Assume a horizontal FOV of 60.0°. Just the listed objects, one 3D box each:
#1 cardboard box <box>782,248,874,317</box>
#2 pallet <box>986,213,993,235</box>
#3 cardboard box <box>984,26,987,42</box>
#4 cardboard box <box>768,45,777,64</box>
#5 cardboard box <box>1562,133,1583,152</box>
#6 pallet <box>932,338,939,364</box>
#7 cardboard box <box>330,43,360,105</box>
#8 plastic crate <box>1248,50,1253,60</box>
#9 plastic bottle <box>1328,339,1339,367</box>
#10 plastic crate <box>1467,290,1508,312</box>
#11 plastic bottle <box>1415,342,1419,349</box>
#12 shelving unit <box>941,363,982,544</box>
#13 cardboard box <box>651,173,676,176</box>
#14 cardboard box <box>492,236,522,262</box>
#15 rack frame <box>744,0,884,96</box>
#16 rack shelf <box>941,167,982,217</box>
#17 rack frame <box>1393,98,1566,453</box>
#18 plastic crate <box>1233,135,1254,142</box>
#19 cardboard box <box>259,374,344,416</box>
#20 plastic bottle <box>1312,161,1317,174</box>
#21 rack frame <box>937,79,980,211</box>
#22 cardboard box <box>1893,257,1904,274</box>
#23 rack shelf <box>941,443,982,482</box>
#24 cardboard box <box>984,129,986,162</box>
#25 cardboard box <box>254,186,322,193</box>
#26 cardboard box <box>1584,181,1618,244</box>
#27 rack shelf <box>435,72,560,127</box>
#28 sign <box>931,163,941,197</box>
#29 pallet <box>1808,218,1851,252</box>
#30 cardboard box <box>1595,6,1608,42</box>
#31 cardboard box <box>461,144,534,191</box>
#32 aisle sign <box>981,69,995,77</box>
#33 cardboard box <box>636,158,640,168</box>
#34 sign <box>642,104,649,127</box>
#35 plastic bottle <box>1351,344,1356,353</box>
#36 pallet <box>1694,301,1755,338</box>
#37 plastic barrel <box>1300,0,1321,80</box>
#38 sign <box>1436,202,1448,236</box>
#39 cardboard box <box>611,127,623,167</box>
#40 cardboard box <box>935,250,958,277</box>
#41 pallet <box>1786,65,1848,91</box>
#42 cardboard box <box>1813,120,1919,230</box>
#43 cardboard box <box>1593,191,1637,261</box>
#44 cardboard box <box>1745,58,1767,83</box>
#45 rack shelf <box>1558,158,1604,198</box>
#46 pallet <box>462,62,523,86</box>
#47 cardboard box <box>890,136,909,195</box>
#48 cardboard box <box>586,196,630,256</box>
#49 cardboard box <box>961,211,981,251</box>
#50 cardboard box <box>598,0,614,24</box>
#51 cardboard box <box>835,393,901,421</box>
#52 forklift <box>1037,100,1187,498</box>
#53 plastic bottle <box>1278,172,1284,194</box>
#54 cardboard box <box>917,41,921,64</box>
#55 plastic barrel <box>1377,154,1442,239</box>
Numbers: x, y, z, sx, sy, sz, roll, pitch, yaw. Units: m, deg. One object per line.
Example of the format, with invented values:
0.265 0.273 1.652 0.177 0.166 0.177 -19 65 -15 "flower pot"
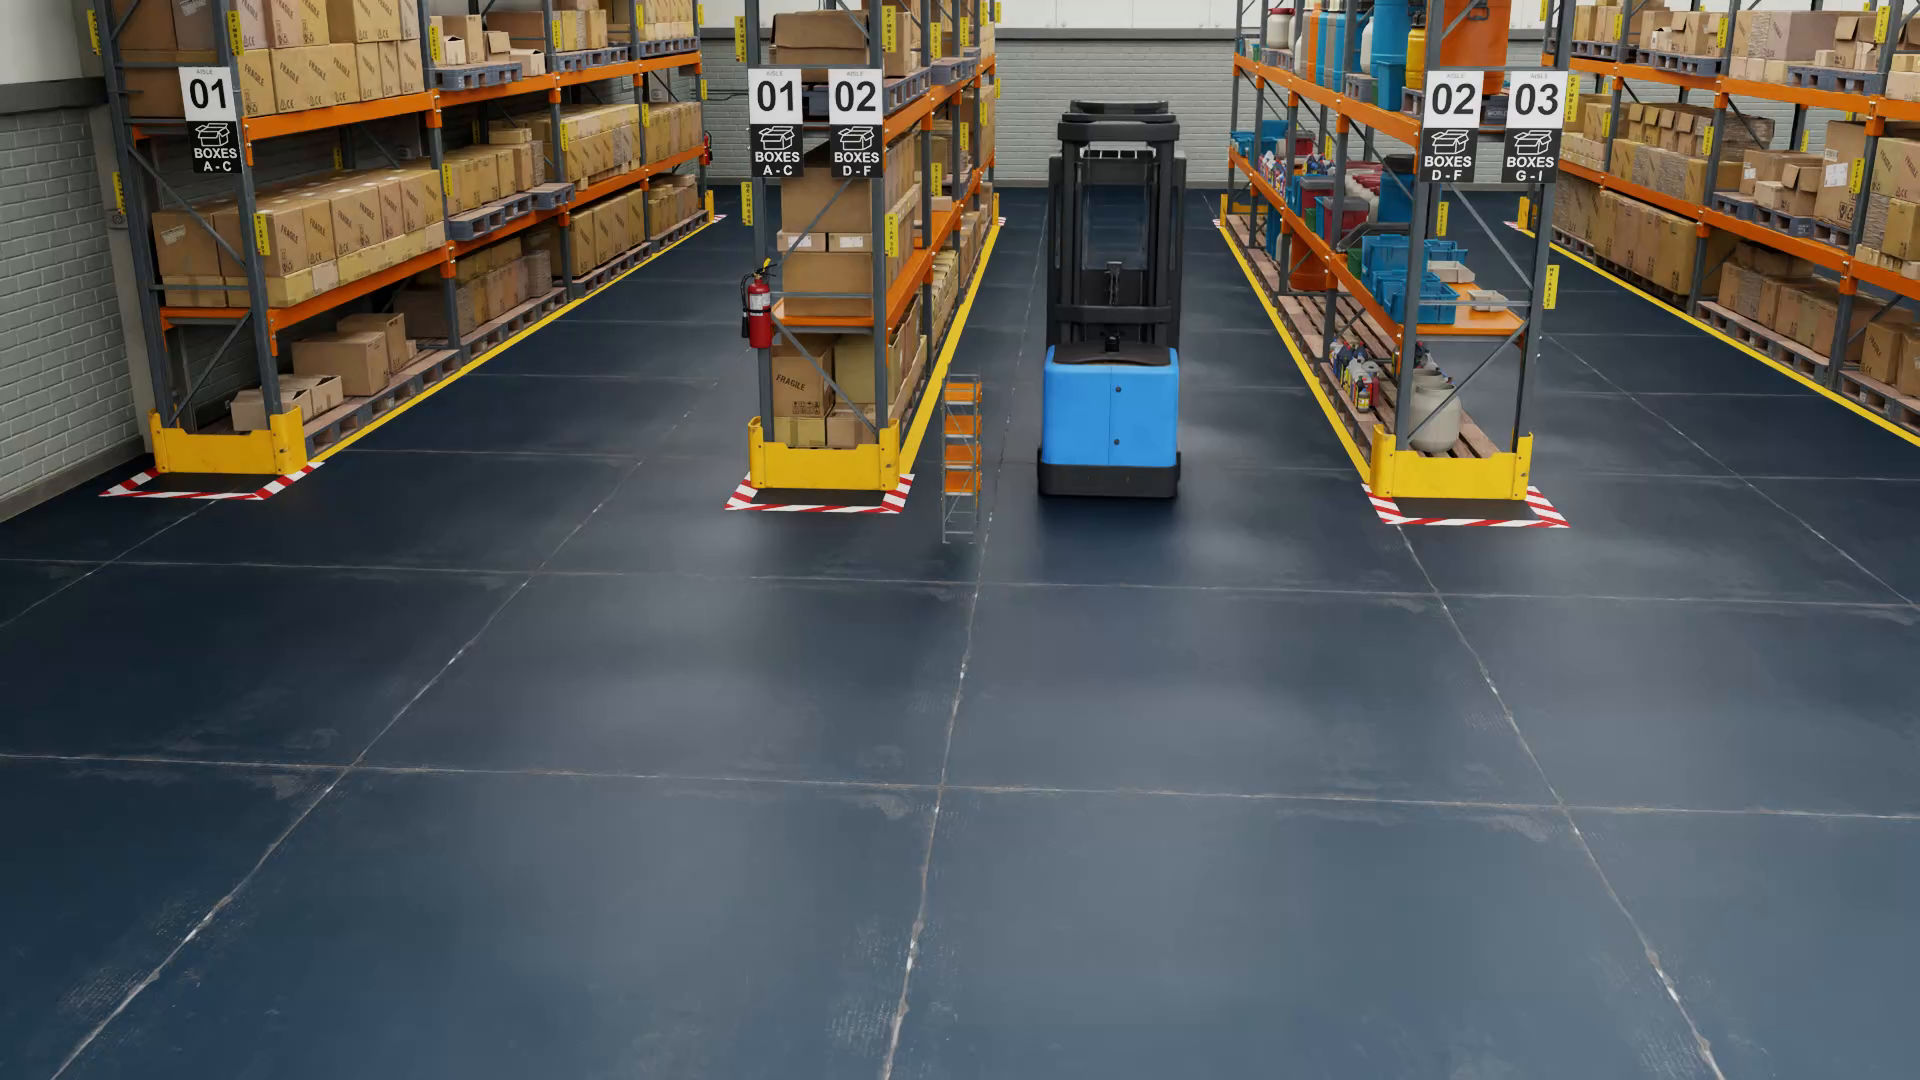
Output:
-1.028 -2.080 13.292 0.700 0.500 0.500 1 18 4 "cardboard box"
0.011 -5.260 27.638 1.003 0.211 1.213 1 18 4 "pallet"
0.150 -7.662 25.110 0.500 0.250 0.500 1 18 4 "cardboard box"
-1.255 -3.871 13.444 0.500 0.250 0.500 1 18 4 "cardboard box"
9.547 -6.082 25.429 0.500 0.250 0.500 1 18 3 "cardboard box"
-0.774 -2.034 17.792 1.003 0.211 1.213 1 18 4 "pallet"
-5.618 -4.072 14.522 0.500 0.500 0.500 2 18 7 "cardboard box"
4.438 -7.206 24.704 0.293 0.136 0.466 1 18 4 "plastic crate"
3.693 -1.841 16.400 0.097 0.271 0.097 0 18 0 "plastic bottle"
4.251 -1.921 13.392 0.298 0.136 0.250 1 18 4 "plastic crate"
4.394 -1.762 16.030 0.144 0.351 0.185 1 18 2 "plastic bottle"
0.012 -0.622 11.893 0.258 1.200 0.503 1 18 4 "shelving unit"
-5.010 -6.110 28.050 0.380 0.149 0.250 1 18 4 "cardboard box"
-5.545 -3.459 19.764 0.500 0.250 0.500 2 18 5 "cardboard box"
-1.074 -4.738 11.932 1.000 3.000 0.127 1 18 4 "rack frame"
-0.358 -4.651 22.456 1.077 0.370 4.000 1 18 4 "rack shelf"
3.866 -1.776 12.525 1.000 3.000 0.127 1 18 4 "rack frame"
4.620 -6.420 26.871 0.416 0.233 0.300 1 18 4 "plastic crate"
-5.835 -1.318 14.740 0.500 0.311 0.500 3 18 8 "cardboard box"
4.823 -4.997 22.562 0.097 0.271 0.097 0 18 0 "plastic bottle"
-0.214 -5.614 24.240 1.000 3.000 0.127 1 18 4 "rack frame"
8.748 -2.495 15.122 0.380 0.149 0.250 1 18 4 "cardboard box"
0.012 -0.558 11.914 0.258 0.148 0.480 1 18 4 "rack shelf"
0.128 -5.973 25.174 0.500 0.500 0.500 2 18 5 "cardboard box"
-6.079 -2.916 15.009 0.500 0.500 0.500 2 18 5 "cardboard box"
9.794 -4.785 24.447 0.875 0.875 0.875 1 18 4 "cardboard box"
-5.585 -4.944 18.532 1.077 0.370 4.000 1 18 4 "rack shelf"
-0.234 -3.567 16.474 0.100 0.325 0.005 1 18 4 "sign"
9.293 -3.050 16.723 1.003 0.211 1.213 1 18 4 "pallet"
9.706 -7.523 24.253 0.700 0.500 0.500 2 18 7 "cardboard box"
-5.479 -4.418 19.721 0.700 0.500 0.500 0 18 -1 "cardboard box"
0.383 -8.106 27.670 0.394 0.787 0.004 1 18 4 "aisle sign"
-4.897 -5.503 24.270 0.380 0.149 0.250 1 18 4 "cardboard box"
-4.613 -6.227 24.378 0.100 0.325 0.005 1 18 4 "sign"
3.803 -1.744 16.084 0.061 0.283 0.133 1 18 4 "plastic bottle"
9.322 -2.582 19.464 1.003 0.211 1.213 1 18 4 "pallet"
4.164 -5.674 18.799 0.600 0.901 0.600 0 18 0 "plastic barrel"
4.701 -3.134 16.225 0.100 0.325 0.005 1 18 4 "sign"
-5.008 -5.459 23.094 0.500 0.500 0.500 1 18 4 "cardboard box"
-0.293 -3.363 20.211 0.500 0.311 0.500 2 18 5 "cardboard box"
9.315 -4.755 17.102 1.213 0.211 1.003 1 18 4 "pallet"
9.289 -3.636 16.564 1.000 1.000 1.000 1 18 4 "cardboard box"
9.640 -4.383 23.219 1.225 0.875 0.875 1 18 4 "cardboard box"
9.055 -5.204 18.412 0.500 0.250 0.500 2 18 5 "cardboard box"
9.810 -5.671 25.569 1.077 0.370 4.000 1 18 4 "rack shelf"
-5.507 -5.087 18.114 1.213 0.211 1.003 1 18 4 "pallet"
-0.848 -3.499 15.540 0.700 0.500 0.500 1 18 4 "cardboard box"
-5.133 -4.421 23.376 0.750 0.750 0.750 2 18 6 "cardboard box"
0.036 -4.476 24.073 0.500 0.500 0.500 1 18 4 "cardboard box"
-5.338 -7.904 24.610 0.500 0.500 0.500 1 18 3 "cardboard box"
-0.782 -1.097 14.196 0.500 0.250 0.500 1 18 4 "cardboard box"
1.271 -2.128 13.710 1.130 2.935 3.031 2 18 5 "forklift"
4.114 -4.562 21.236 0.097 0.271 0.097 0 18 0 "plastic bottle"
-0.590 -5.276 17.956 0.500 0.250 0.500 0 18 -1 "cardboard box"
4.483 -3.369 16.584 0.600 0.901 0.708 1 18 4 "plastic barrel"
